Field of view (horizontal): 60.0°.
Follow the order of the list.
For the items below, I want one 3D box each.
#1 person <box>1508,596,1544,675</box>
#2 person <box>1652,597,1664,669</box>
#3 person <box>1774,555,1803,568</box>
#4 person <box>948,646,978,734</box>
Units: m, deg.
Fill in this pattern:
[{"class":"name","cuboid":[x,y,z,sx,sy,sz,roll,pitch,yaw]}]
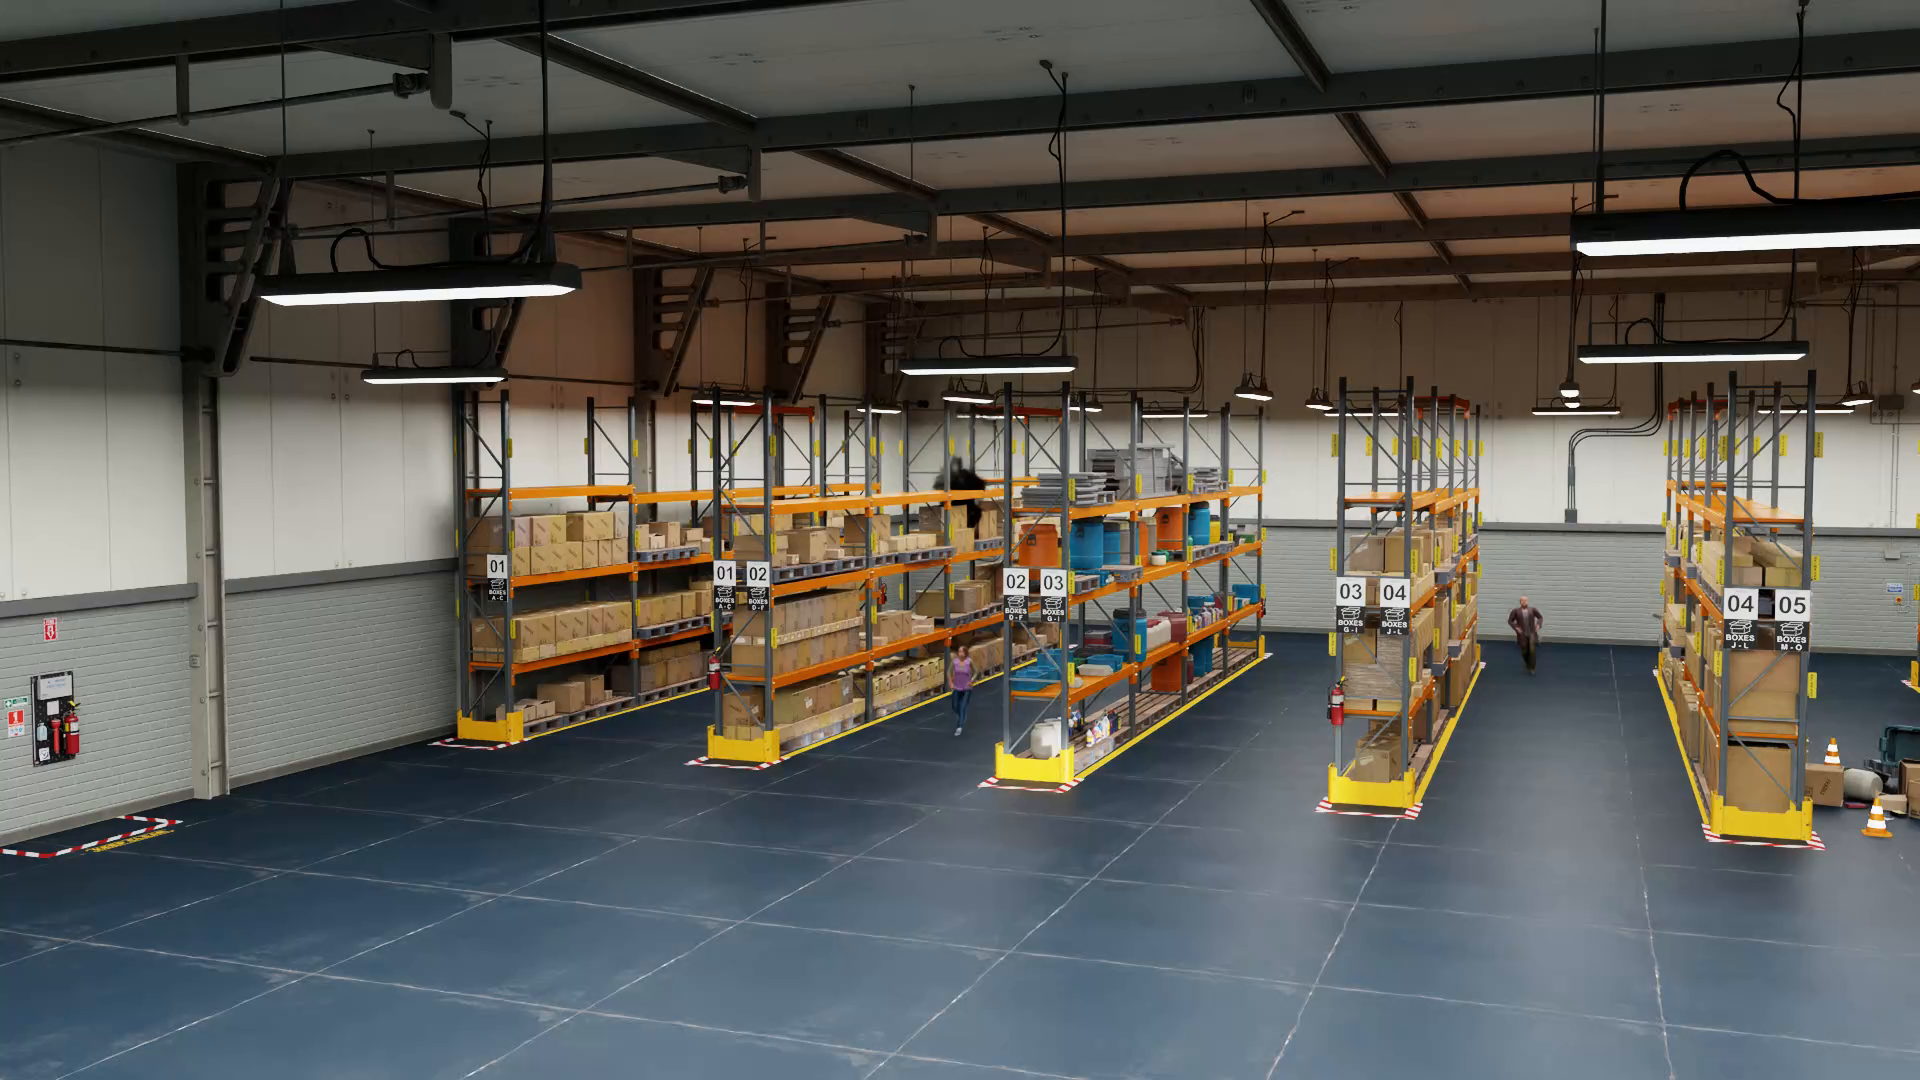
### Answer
[{"class":"person","cuboid":[12.622,2.112,37.105,0.750,1.730,0.737,1,3,15]},{"class":"person","cuboid":[16.191,2.038,37.840,0.824,1.817,0.668,0,3,-3]},{"class":"person","cuboid":[16.339,1.669,27.821,7.512,3.601,15.151,1,3,17]},{"class":"person","cuboid":[0.040,2.627,29.204,0.552,1.556,0.533,0,3,8]}]
